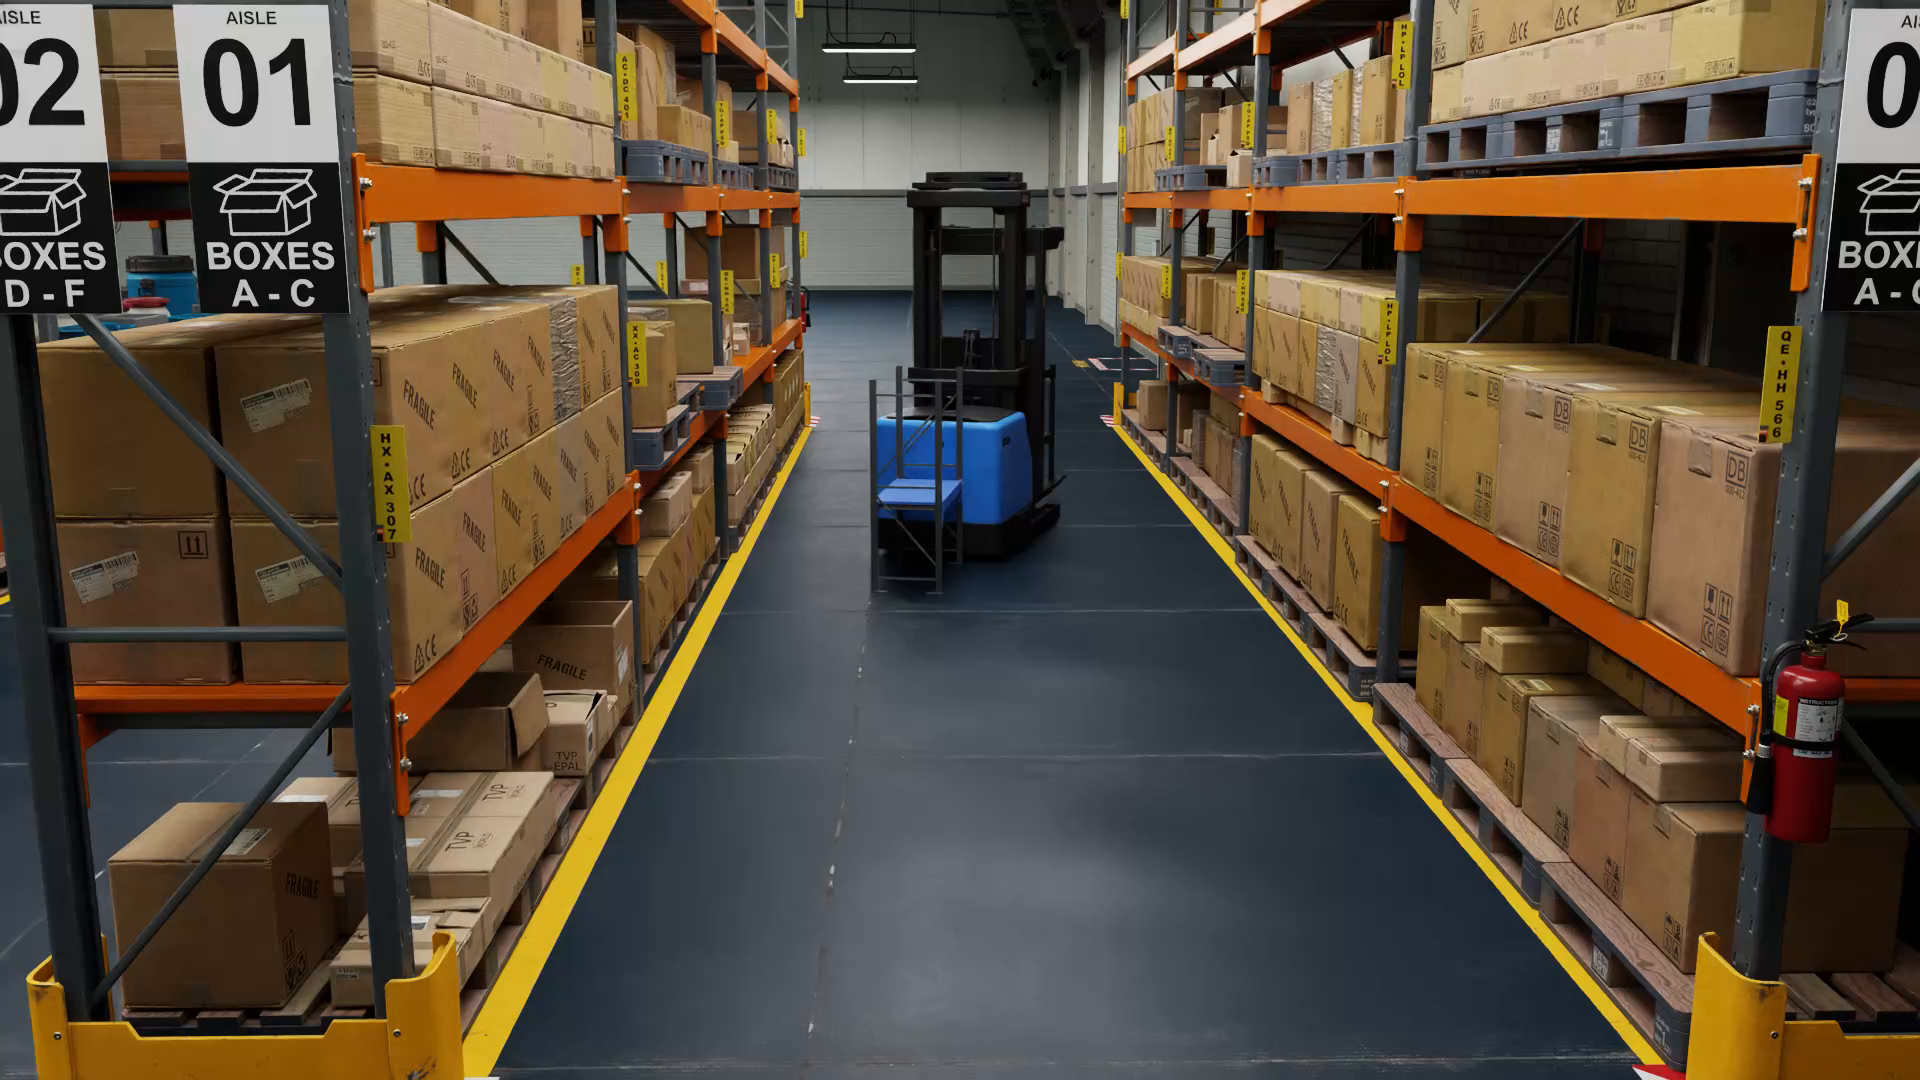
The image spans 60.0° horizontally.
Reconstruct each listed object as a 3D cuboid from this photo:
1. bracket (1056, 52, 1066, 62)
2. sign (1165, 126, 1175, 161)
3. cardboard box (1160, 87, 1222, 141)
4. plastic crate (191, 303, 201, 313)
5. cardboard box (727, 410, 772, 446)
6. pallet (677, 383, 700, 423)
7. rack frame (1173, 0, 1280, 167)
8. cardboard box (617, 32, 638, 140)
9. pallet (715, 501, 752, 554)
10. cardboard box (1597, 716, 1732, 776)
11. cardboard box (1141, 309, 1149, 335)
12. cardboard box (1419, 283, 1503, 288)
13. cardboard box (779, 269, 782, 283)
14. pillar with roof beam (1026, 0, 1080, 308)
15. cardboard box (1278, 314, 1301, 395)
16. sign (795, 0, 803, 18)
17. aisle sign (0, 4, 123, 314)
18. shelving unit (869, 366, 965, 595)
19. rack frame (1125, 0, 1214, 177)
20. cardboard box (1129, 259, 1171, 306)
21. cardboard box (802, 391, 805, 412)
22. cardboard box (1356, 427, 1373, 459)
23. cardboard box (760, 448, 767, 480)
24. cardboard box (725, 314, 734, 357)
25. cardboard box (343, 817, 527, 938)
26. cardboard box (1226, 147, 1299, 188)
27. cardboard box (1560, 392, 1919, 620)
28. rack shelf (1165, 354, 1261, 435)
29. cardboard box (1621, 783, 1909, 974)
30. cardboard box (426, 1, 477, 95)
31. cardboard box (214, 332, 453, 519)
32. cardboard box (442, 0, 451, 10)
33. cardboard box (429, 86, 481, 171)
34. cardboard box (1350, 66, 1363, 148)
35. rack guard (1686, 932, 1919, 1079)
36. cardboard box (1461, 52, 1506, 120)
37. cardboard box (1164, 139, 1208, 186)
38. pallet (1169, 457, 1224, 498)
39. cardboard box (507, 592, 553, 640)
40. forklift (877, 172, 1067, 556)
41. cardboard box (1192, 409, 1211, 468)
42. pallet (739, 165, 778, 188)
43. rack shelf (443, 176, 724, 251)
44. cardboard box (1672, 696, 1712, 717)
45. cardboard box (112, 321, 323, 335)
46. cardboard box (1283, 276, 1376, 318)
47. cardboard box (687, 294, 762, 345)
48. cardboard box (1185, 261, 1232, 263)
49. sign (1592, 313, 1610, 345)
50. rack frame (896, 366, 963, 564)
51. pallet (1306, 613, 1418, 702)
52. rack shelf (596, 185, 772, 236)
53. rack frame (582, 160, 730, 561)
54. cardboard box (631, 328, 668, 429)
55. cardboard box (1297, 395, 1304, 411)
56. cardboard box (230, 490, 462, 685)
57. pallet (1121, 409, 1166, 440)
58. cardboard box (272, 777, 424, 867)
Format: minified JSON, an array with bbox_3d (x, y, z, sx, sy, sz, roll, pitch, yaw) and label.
[{"bbox_3d":[2.540,-12.184,41.931,0.235,0.232,0.430,0,11,-1],"label":"bracket"},{"bbox_3d":[2.044,-3.854,16.165,0.100,0.325,0.005,0,11,-1],"label":"sign"},{"bbox_3d":[2.304,-4.251,16.609,0.500,0.500,0.500,-1,12,-6],"label":"cardboard box"},{"bbox_3d":[-7.003,-2.030,15.858,0.402,0.464,0.583,0,11,-1],"label":"plastic crate"},{"bbox_3d":[-2.055,-1.063,15.704,0.500,0.311,0.500,0,11,0],"label":"cardboard box"},{"bbox_3d":[-2.239,-0.837,10.623,1.003,0.211,1.213,0,11,-1],"label":"pallet"},{"bbox_3d":[2.586,-5.074,15.936,1.000,3.000,0.127,0,11,-1],"label":"rack frame"},{"bbox_3d":[-2.175,-2.530,9.380,0.600,0.600,0.600,0,11,-2],"label":"cardboard box"},{"bbox_3d":[-2.262,-0.115,13.594,1.003,0.211,1.213,0,11,-1],"label":"pallet"},{"bbox_3d":[2.529,0.739,5.974,0.380,0.149,0.250,0,11,0],"label":"cardboard box"},{"bbox_3d":[2.245,-2.362,17.985,0.500,0.250,0.500,0,11,-1],"label":"cardboard box"},{"bbox_3d":[2.969,-1.412,10.038,0.500,0.250,0.500,-1,11,-3],"label":"cardboard box"},{"bbox_3d":[-2.230,-2.995,18.892,0.380,0.149,0.250,0,11,1],"label":"cardboard box"},{"bbox_3d":[-1.417,-10.487,42.616,9.100,9.000,0.548,0,11,-1],"label":"pillar with roof beam"},{"bbox_3d":[2.433,-1.243,11.091,0.500,0.500,0.500,0,11,-1],"label":"cardboard box"},{"bbox_3d":[-1.906,-6.344,19.648,0.100,0.325,0.005,0,11,-1],"label":"sign"},{"bbox_3d":[-2.423,-0.987,4.339,0.394,0.787,0.004,0,11,-1],"label":"aisle sign"},{"bbox_3d":[-0.302,-0.460,12.056,0.538,1.500,1.048,2,12,8],"label":"shelving unit"},{"bbox_3d":[2.503,-5.869,19.856,1.000,3.000,0.127,0,11,-1],"label":"rack frame"},{"bbox_3d":[2.217,-2.936,18.926,0.500,0.500,0.500,-1,11,-3],"label":"cardboard box"},{"bbox_3d":[-2.143,-1.661,20.060,0.500,0.250,0.500,0,11,-1],"label":"cardboard box"},{"bbox_3d":[2.432,-0.546,9.290,0.380,0.149,0.250,0,11,0],"label":"cardboard box"},{"bbox_3d":[-2.049,-0.688,15.263,0.500,0.250,0.500,0,11,0],"label":"cardboard box"},{"bbox_3d":[-2.356,-1.904,15.150,0.500,0.500,0.500,1,11,3],"label":"cardboard box"},{"bbox_3d":[-1.857,1.196,5.929,0.500,0.250,0.500,0,11,-1],"label":"cardboard box"},{"bbox_3d":[2.384,-2.917,13.022,0.500,0.311,0.500,0,11,-1],"label":"cardboard box"},{"bbox_3d":[2.787,-0.141,5.957,0.980,0.700,0.700,0,11,-2],"label":"cardboard box"},{"bbox_3d":[2.627,-1.384,14.645,1.077,0.370,4.000,0,11,-1],"label":"rack shelf"},{"bbox_3d":[2.719,1.132,5.666,0.700,0.500,0.500,0,11,-1],"label":"cardboard box"},{"bbox_3d":[-1.872,-1.572,5.337,0.500,0.250,0.500,0,11,-1],"label":"cardboard box"},{"bbox_3d":[-1.864,-0.356,5.002,0.500,0.500,0.500,0,11,1],"label":"cardboard box"},{"bbox_3d":[-2.189,-2.037,5.746,0.700,0.500,0.500,0,11,-1],"label":"cardboard box"},{"bbox_3d":[-1.872,-1.327,5.386,0.500,0.250,0.500,0,11,-1],"label":"cardboard box"},{"bbox_3d":[2.820,-2.664,10.243,0.700,0.500,0.500,0,11,-1],"label":"cardboard box"},{"bbox_3d":[2.834,1.481,5.000,1.175,0.500,0.348,0,11,-1],"label":"rack guard"},{"bbox_3d":[2.498,-1.955,7.177,0.500,0.250,0.500,0,11,-2],"label":"cardboard box"},{"bbox_3d":[2.328,-3.763,16.715,0.500,0.500,0.500,0,11,0],"label":"cardboard box"},{"bbox_3d":[2.604,-0.612,16.047,1.003,0.211,1.213,0,11,-1],"label":"pallet"},{"bbox_3d":[-2.498,0.390,9.273,0.500,0.500,0.500,0,11,-1],"label":"cardboard box"},{"bbox_3d":[0.233,-1.562,13.889,1.130,2.935,3.031,3,12,16],"label":"forklift"},{"bbox_3d":[2.618,-0.978,16.017,0.700,0.500,0.500,0,11,1],"label":"cardboard box"},{"bbox_3d":[-2.410,-3.709,16.975,1.003,0.211,1.213,0,11,-1],"label":"pallet"},{"bbox_3d":[-2.243,-2.038,10.323,1.077,0.370,4.000,0,11,-1],"label":"rack shelf"},{"bbox_3d":[2.906,0.688,6.224,0.380,0.149,0.250,0,11,-1],"label":"cardboard box"},{"bbox_3d":[-2.414,-0.454,5.487,0.500,0.500,0.500,0,11,0],"label":"cardboard box"},{"bbox_3d":[2.446,-1.613,11.031,0.500,0.250,0.500,0,11,-1],"label":"cardboard box"},{"bbox_3d":[-2.382,-2.250,16.854,0.700,0.500,0.500,-1,11,-3],"label":"cardboard box"},{"bbox_3d":[2.752,-2.837,18.440,0.500,0.500,0.500,0,11,0],"label":"cardboard box"},{"bbox_3d":[3.306,-1.009,8.613,0.100,0.325,0.005,0,11,-1],"label":"sign"},{"bbox_3d":[-0.230,-0.560,12.549,0.500,1.500,0.032,2,12,8],"label":"rack frame"},{"bbox_3d":[2.660,0.670,9.726,1.003,0.211,1.213,0,11,-1],"label":"pallet"},{"bbox_3d":[-2.325,-2.833,14.242,1.077,0.370,4.000,0,11,-1],"label":"rack shelf"},{"bbox_3d":[-2.284,-1.318,12.510,1.000,3.000,0.127,0,11,-1],"label":"rack frame"},{"bbox_3d":[-1.987,-0.872,9.007,0.700,0.500,0.500,-4,12,-20],"label":"cardboard box"},{"bbox_3d":[2.504,-0.955,11.302,0.380,0.149,0.250,0,11,0],"label":"cardboard box"},{"bbox_3d":[-1.864,0.134,5.101,0.500,0.500,0.500,0,11,0],"label":"cardboard box"},{"bbox_3d":[2.486,-1.386,19.858,1.003,0.211,1.213,0,11,-1],"label":"pallet"},{"bbox_3d":[-2.366,1.109,6.360,0.500,0.250,0.500,0,11,-1],"label":"cardboard box"}]
